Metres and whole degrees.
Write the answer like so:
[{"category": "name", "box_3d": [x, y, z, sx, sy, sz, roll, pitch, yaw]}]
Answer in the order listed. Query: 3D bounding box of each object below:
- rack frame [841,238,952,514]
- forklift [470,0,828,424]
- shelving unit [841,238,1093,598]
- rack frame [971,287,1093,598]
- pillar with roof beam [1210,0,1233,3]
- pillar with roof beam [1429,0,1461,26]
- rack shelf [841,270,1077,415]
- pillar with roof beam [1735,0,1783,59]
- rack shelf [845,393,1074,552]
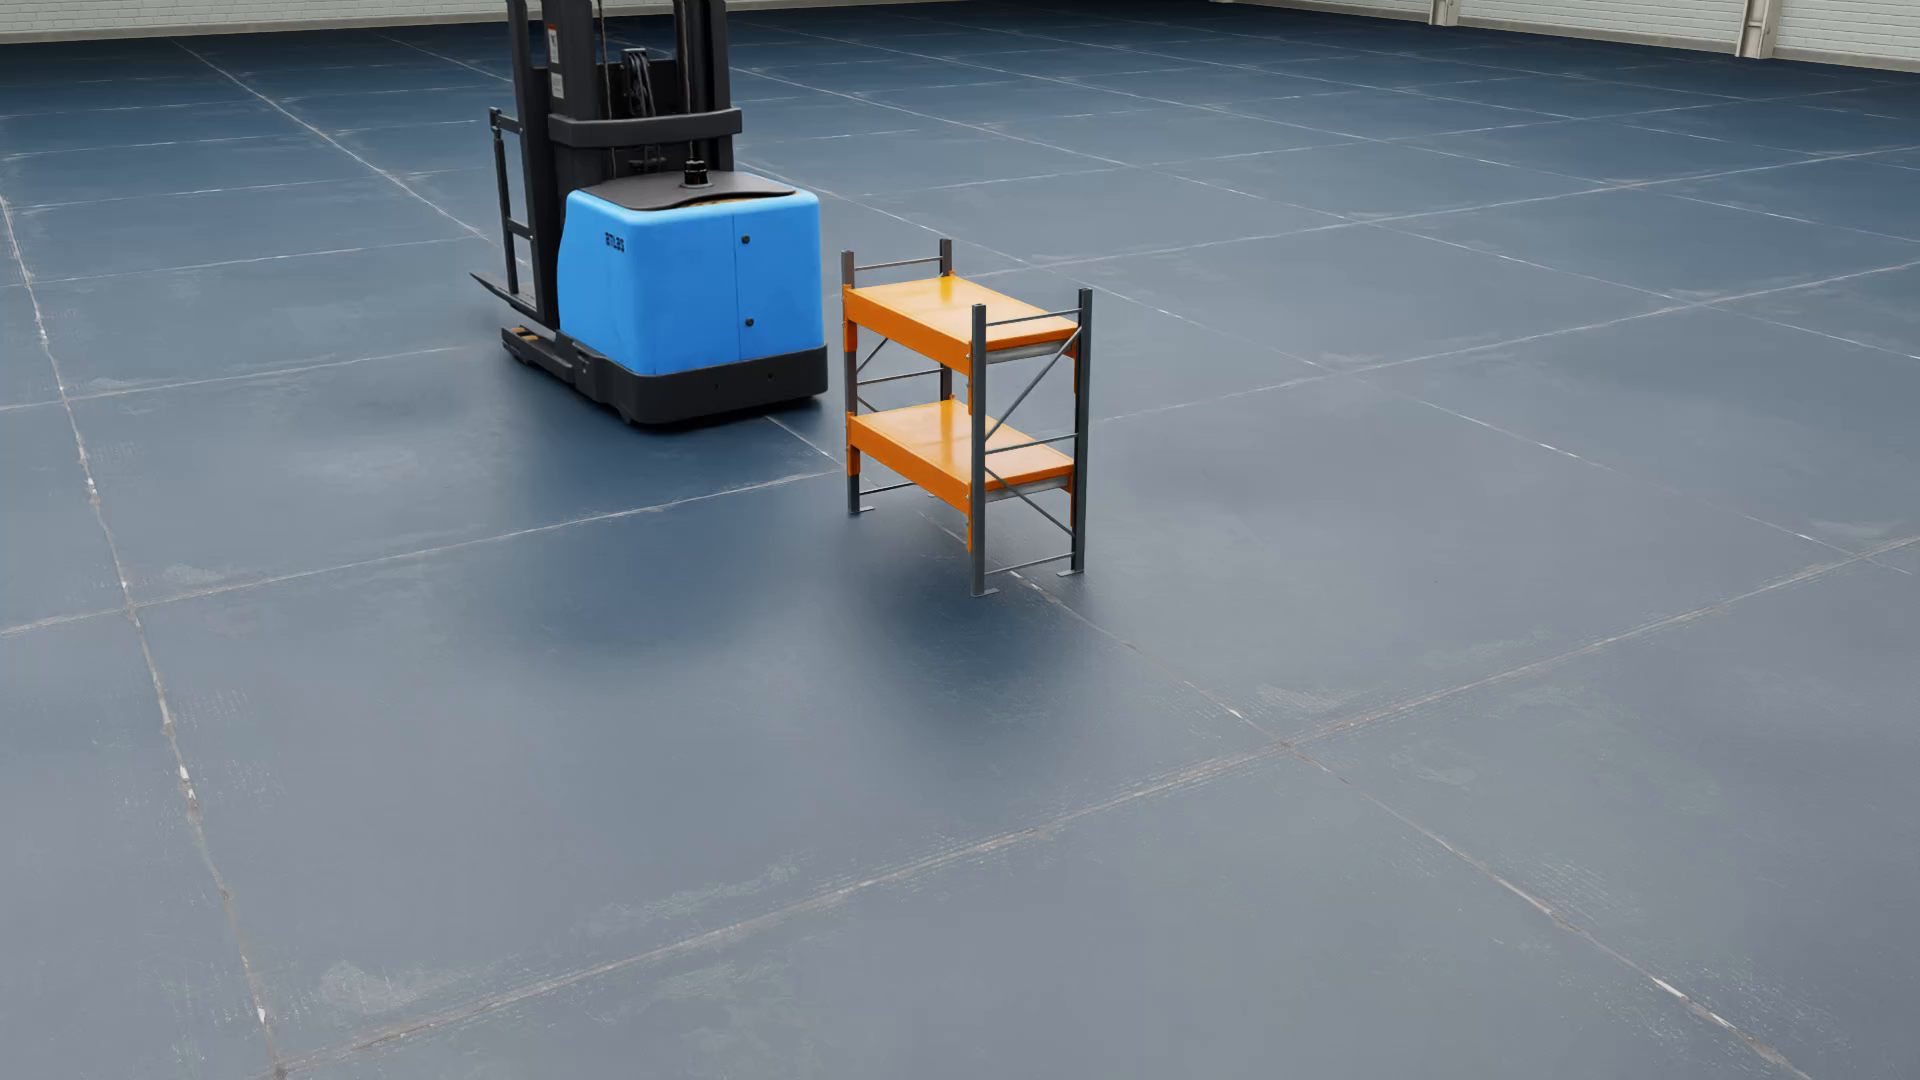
[{"category": "rack frame", "box_3d": [-0.256, -0.683, 6.999, 0.500, 1.125, 0.032, -13, 25, -28]}, {"category": "forklift", "box_3d": [-1.915, -2.414, 8.859, 1.130, 2.935, 3.031, -14, 26, -31]}, {"category": "shelving unit", "box_3d": [0.003, -0.519, 6.594, 0.538, 1.125, 1.048, -13, 25, -28]}, {"category": "rack frame", "box_3d": [0.263, -0.354, 6.189, 0.500, 1.125, 0.032, -13, 25, -28]}, {"category": "pillar with roof beam", "box_3d": [1.560, -14.154, 29.683, 9.100, 9.000, 0.400, -13, 25, -28]}, {"category": "pillar with roof beam", "box_3d": [4.625, -12.212, 24.905, 9.100, 9.000, 0.400, -13, 25, -28]}, {"category": "rack shelf", "box_3d": [0.003, -0.790, 6.484, 0.538, 0.278, 1.000, -13, 25, -28]}, {"category": "pillar with roof beam", "box_3d": [7.689, -10.269, 20.126, 9.100, 9.000, 0.400, -13, 25, -28]}, {"category": "rack shelf", "box_3d": [0.003, -0.292, 6.686, 0.538, 0.278, 1.000, -13, 25, -28]}]
